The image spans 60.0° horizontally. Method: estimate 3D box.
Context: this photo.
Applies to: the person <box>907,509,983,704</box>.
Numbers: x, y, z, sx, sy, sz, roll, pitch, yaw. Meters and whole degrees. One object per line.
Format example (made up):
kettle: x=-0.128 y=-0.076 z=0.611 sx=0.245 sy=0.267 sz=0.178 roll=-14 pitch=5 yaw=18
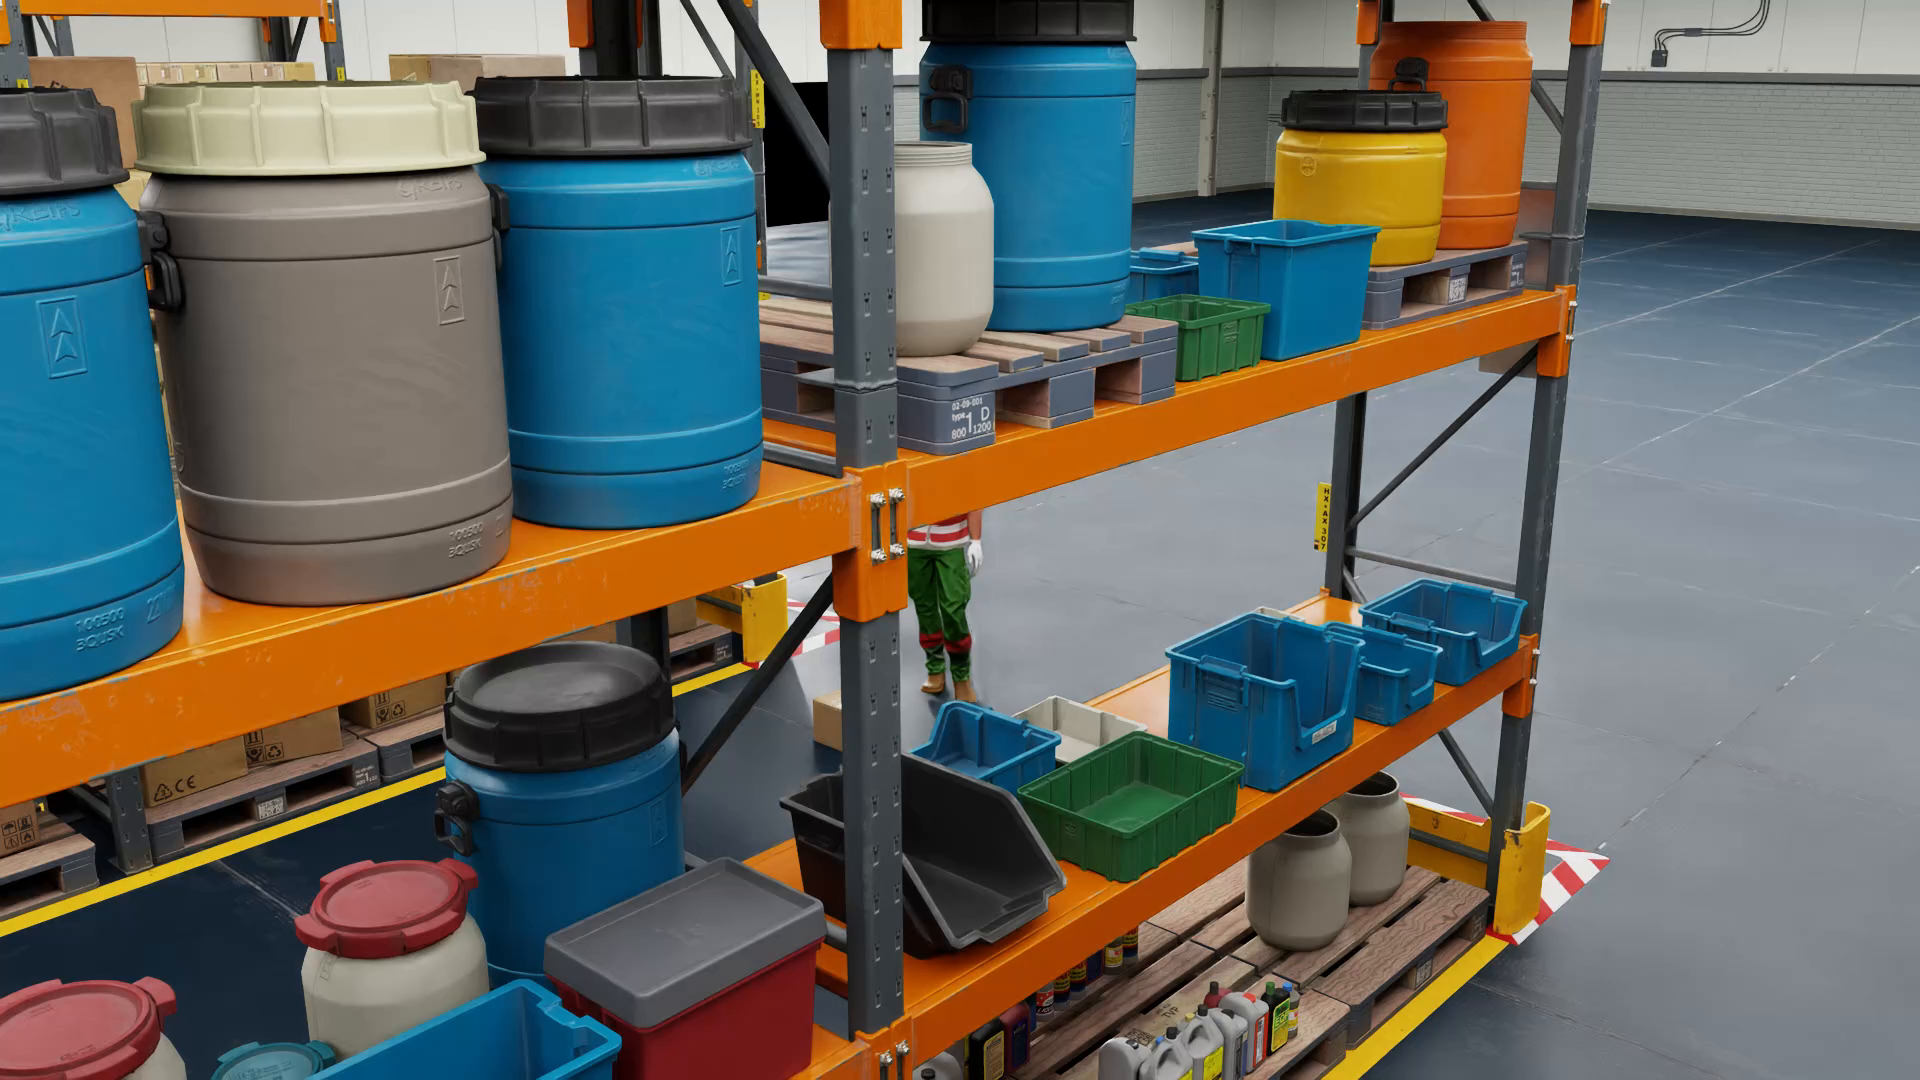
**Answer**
person: x=-0.156 y=0.070 z=9.815 sx=0.580 sy=1.827 sz=0.398 roll=4 pitch=17 yaw=14
